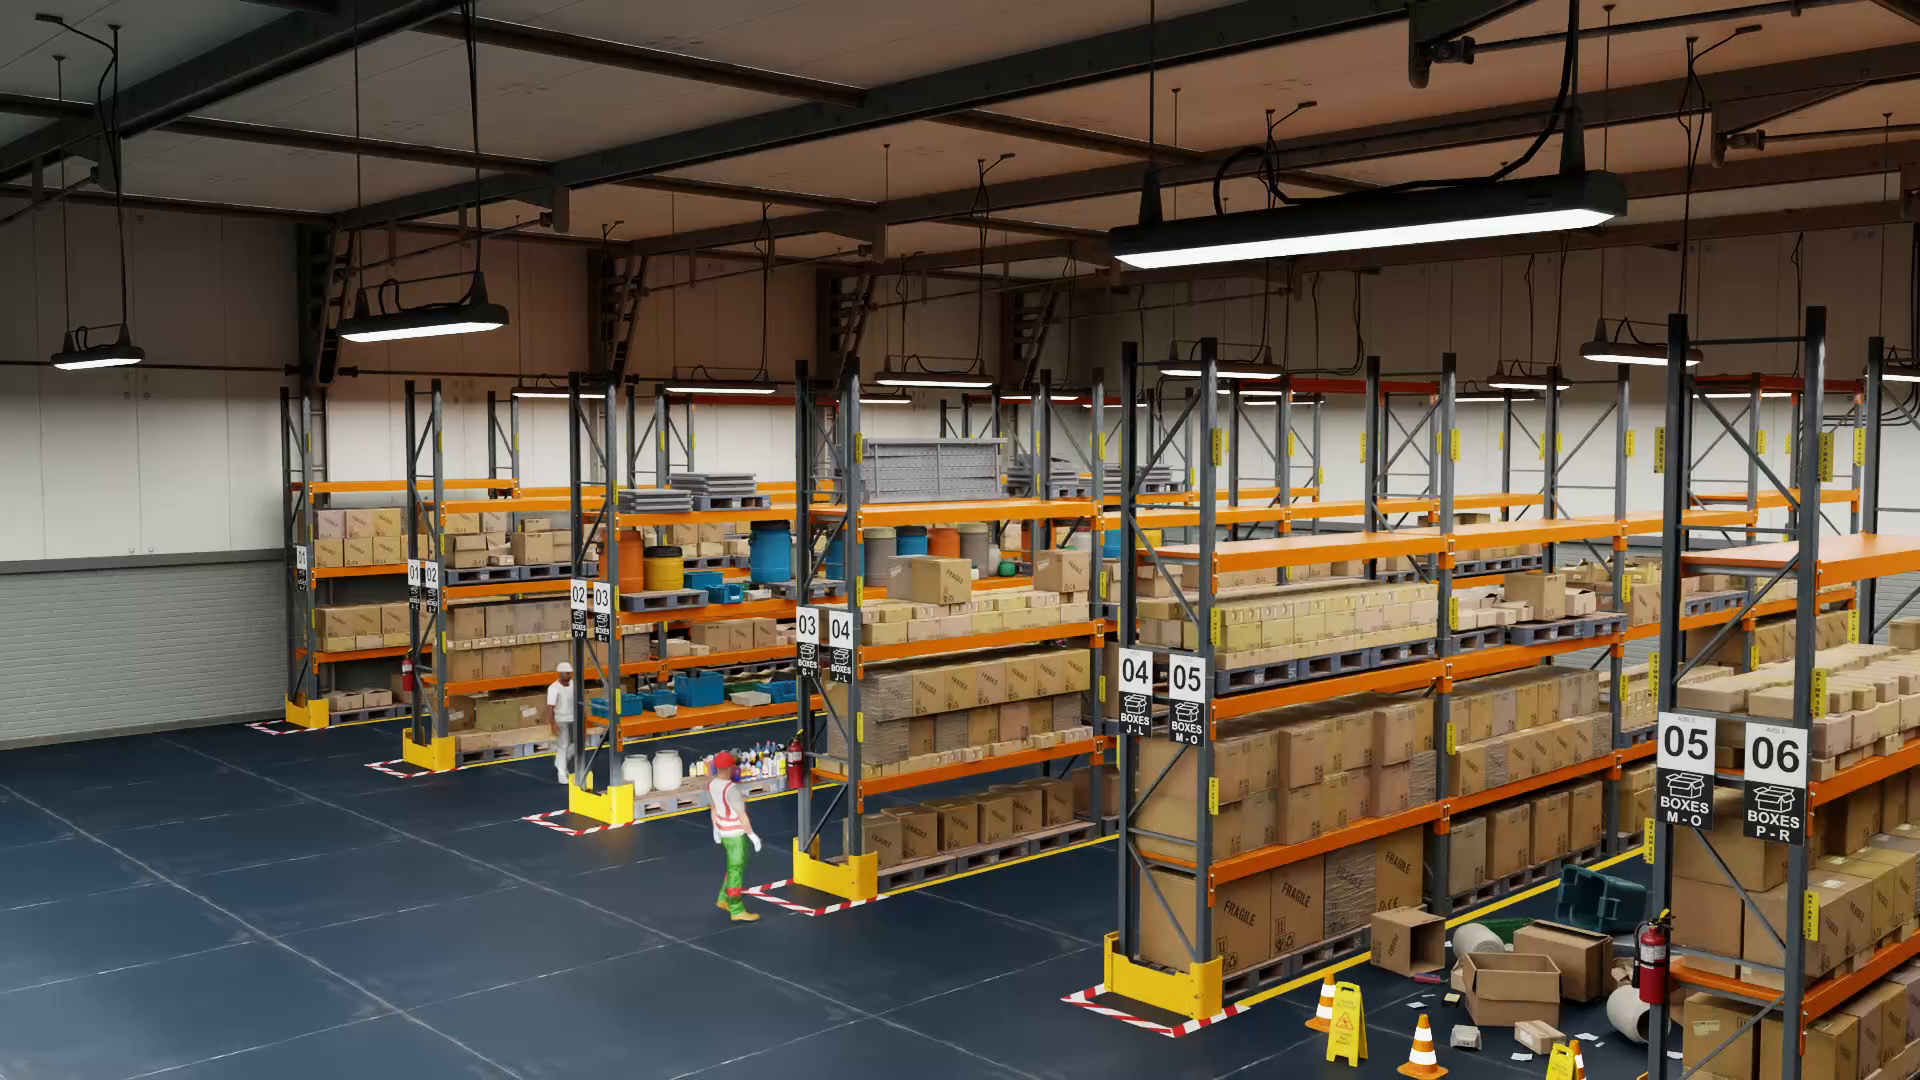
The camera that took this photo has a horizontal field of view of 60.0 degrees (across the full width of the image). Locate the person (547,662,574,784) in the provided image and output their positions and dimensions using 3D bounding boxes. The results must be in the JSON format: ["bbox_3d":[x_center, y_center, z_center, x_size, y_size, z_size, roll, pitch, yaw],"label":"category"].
[{"bbox_3d":[-5.853,2.694,24.728,0.592,1.763,0.668,2,4,32],"label":"person"}]

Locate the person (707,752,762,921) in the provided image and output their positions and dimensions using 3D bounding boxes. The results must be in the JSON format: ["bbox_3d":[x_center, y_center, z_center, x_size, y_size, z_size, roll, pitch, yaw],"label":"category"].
[{"bbox_3d":[-2.410,3.139,17.685,0.533,1.799,0.615,-1,4,-17],"label":"person"}]
